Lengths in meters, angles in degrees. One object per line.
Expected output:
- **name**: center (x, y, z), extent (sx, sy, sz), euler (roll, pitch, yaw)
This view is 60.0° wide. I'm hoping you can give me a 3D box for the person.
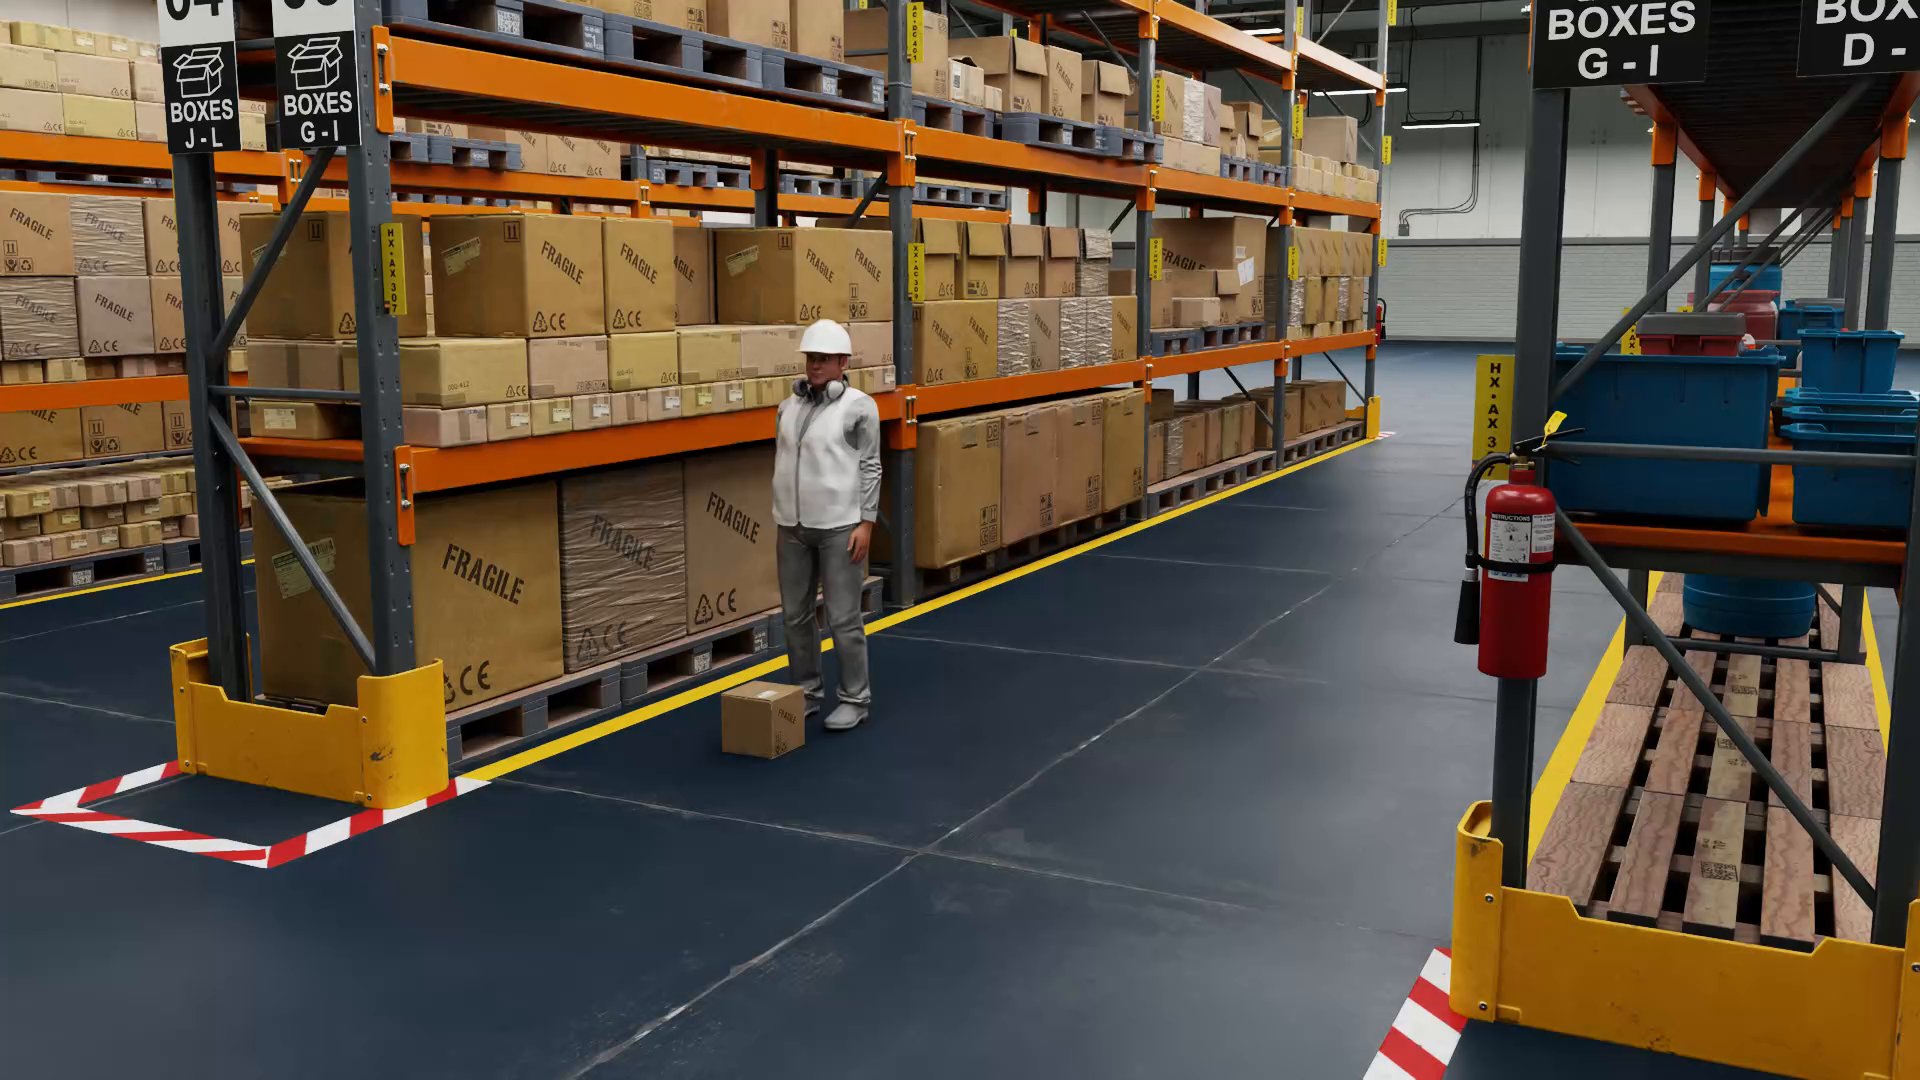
- **person**: center (-0.590, -0.070, 7.237), extent (0.531, 1.767, 0.359), euler (5, 10, 27)
